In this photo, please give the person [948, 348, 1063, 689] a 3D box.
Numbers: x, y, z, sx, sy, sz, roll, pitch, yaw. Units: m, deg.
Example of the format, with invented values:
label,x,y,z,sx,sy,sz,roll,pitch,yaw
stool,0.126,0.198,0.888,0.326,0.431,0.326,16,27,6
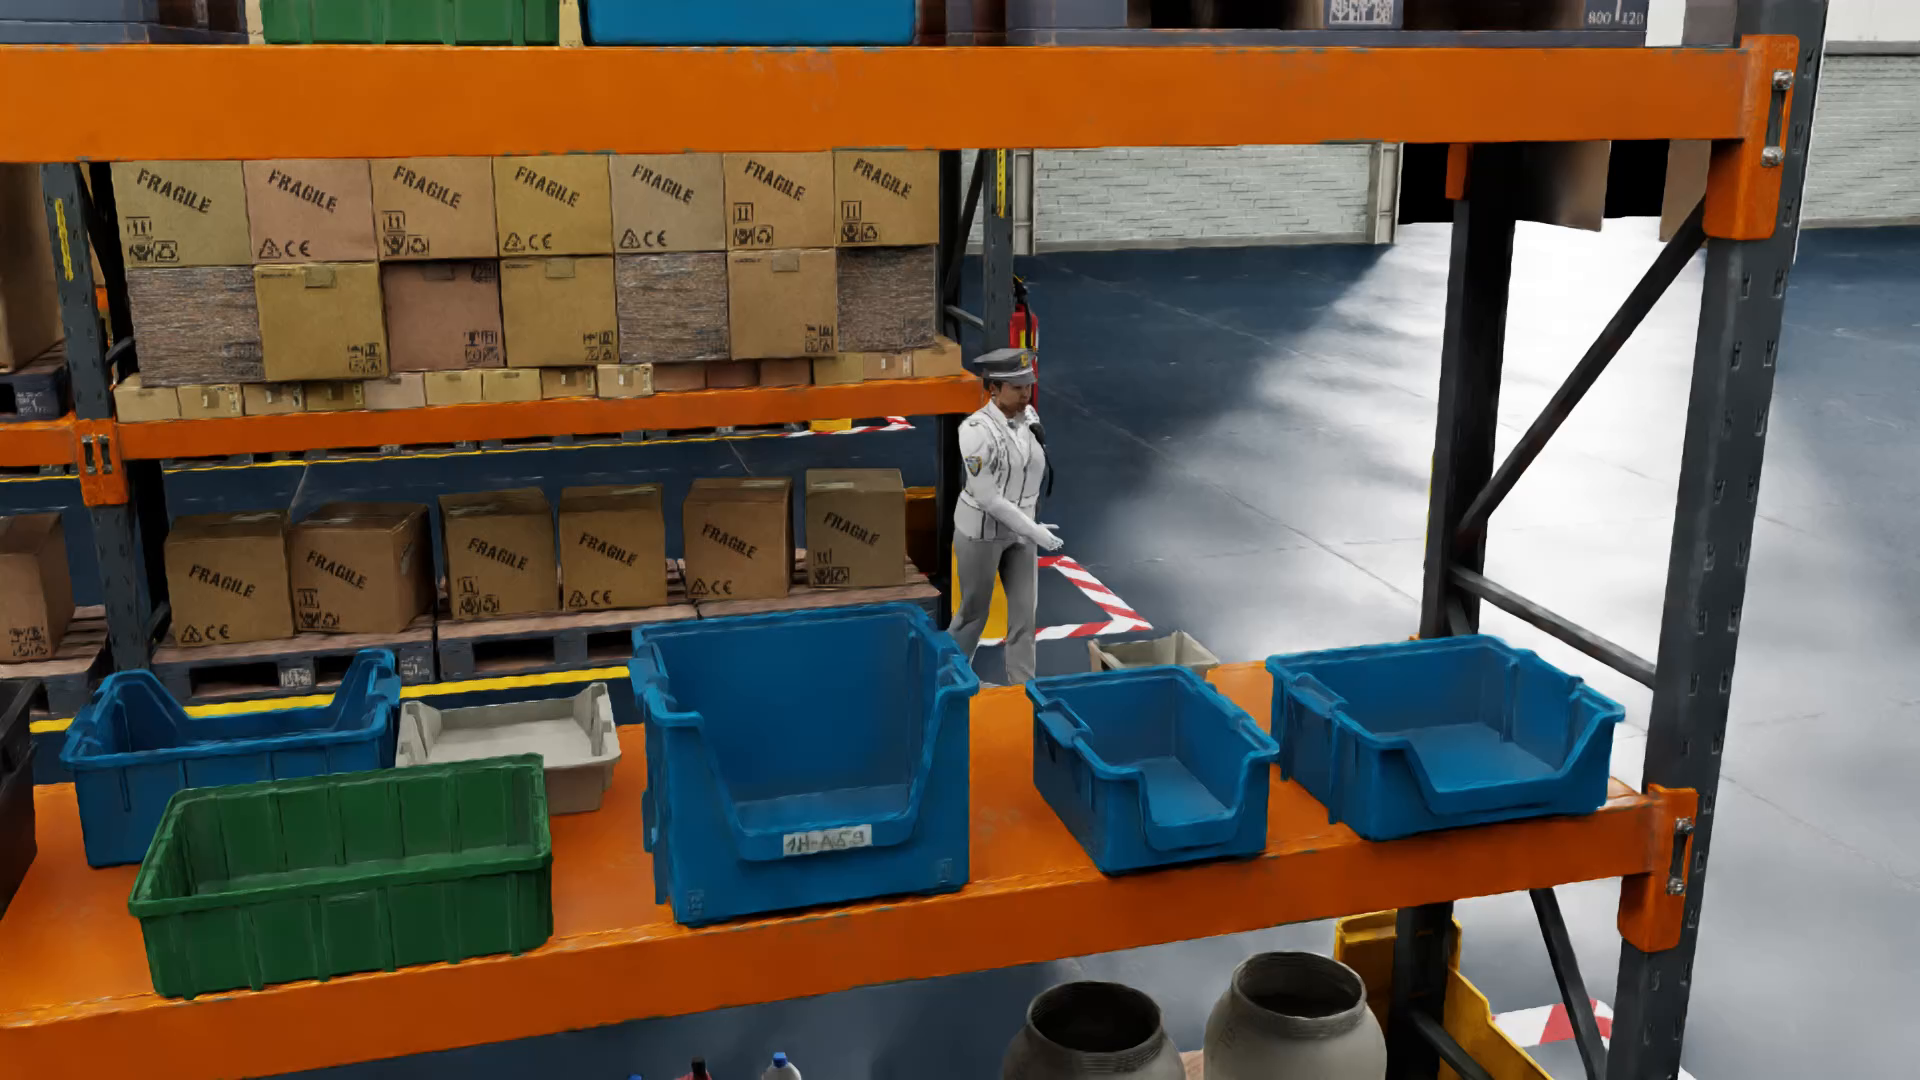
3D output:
label,x,y,z,sx,sy,sz,roll,pitch,yaw
person,0.196,-0.023,7.064,0.523,1.640,0.744,-12,20,-35
